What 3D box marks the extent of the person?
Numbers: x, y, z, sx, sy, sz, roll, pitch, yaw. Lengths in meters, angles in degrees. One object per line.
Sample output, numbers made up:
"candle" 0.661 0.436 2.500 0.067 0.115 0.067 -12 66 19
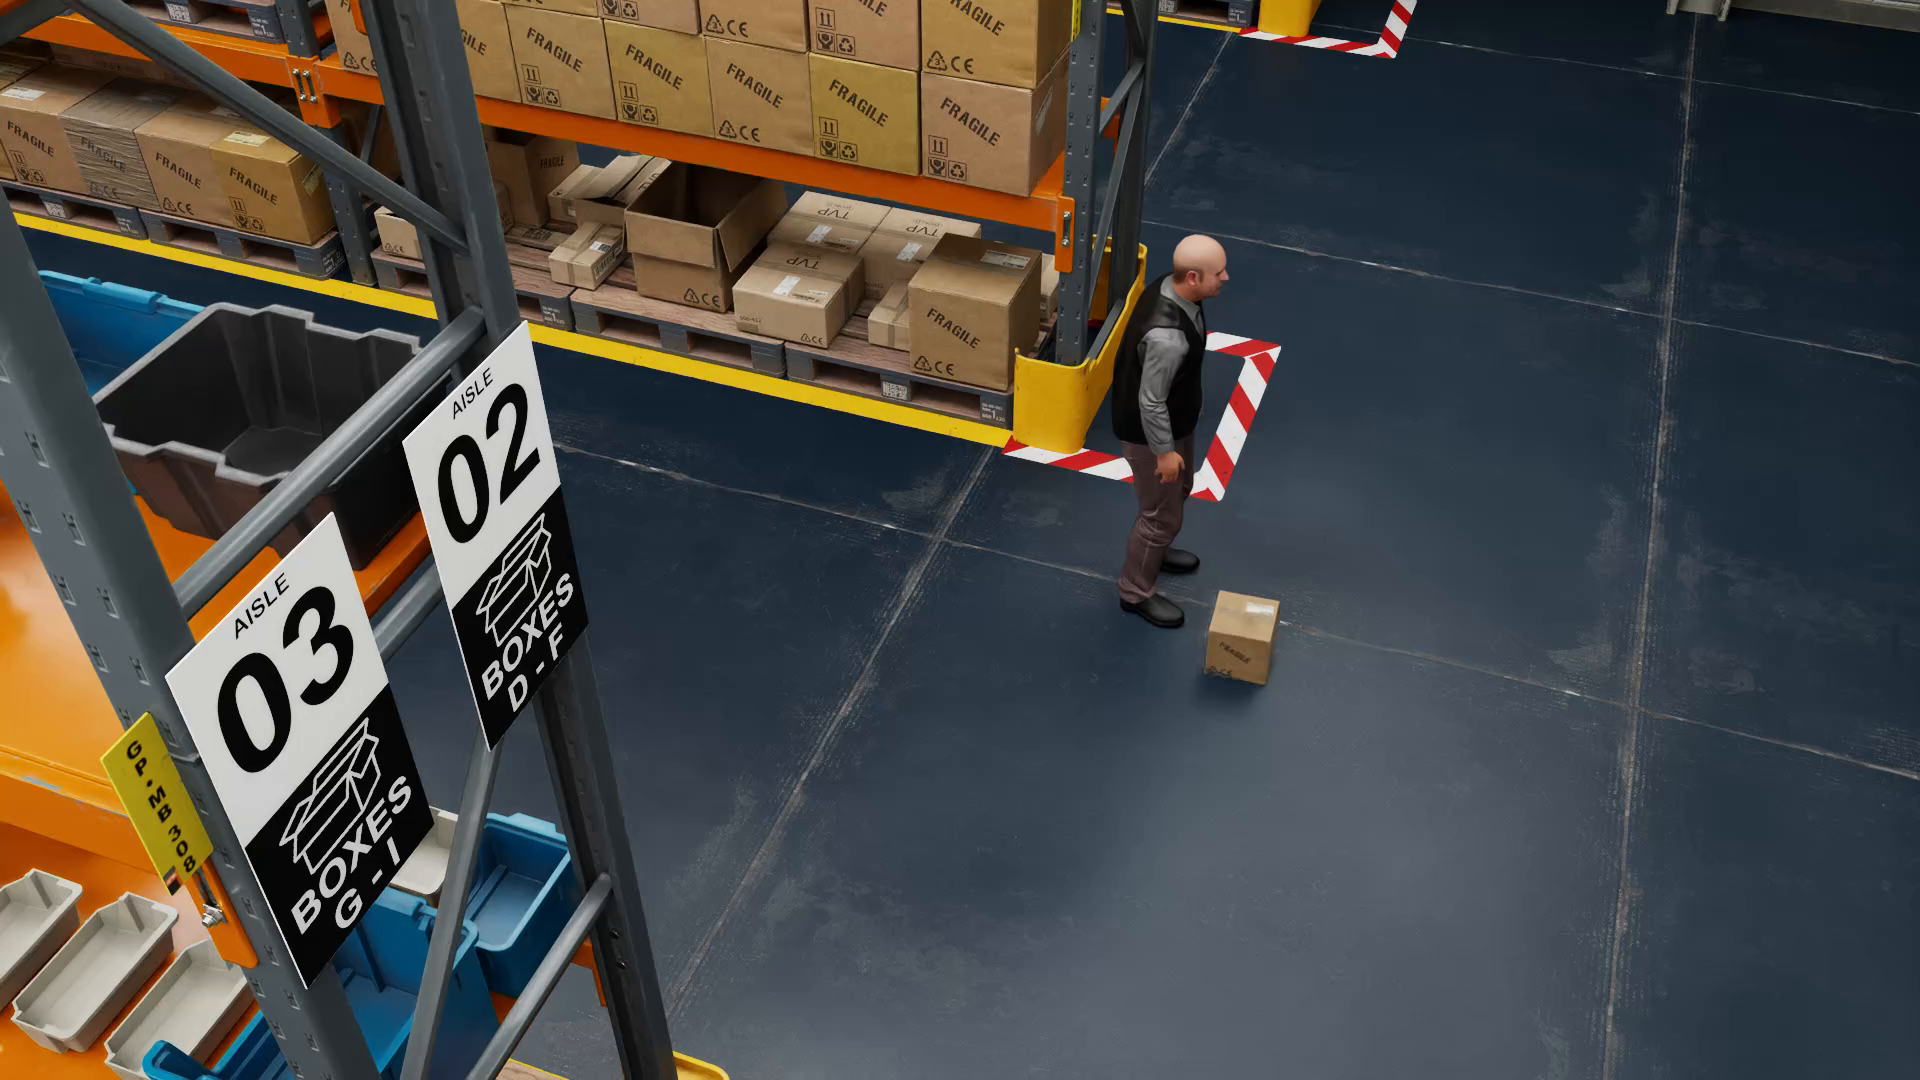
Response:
"person" 0.827 -0.431 6.748 0.397 1.616 0.571 11 42 12
